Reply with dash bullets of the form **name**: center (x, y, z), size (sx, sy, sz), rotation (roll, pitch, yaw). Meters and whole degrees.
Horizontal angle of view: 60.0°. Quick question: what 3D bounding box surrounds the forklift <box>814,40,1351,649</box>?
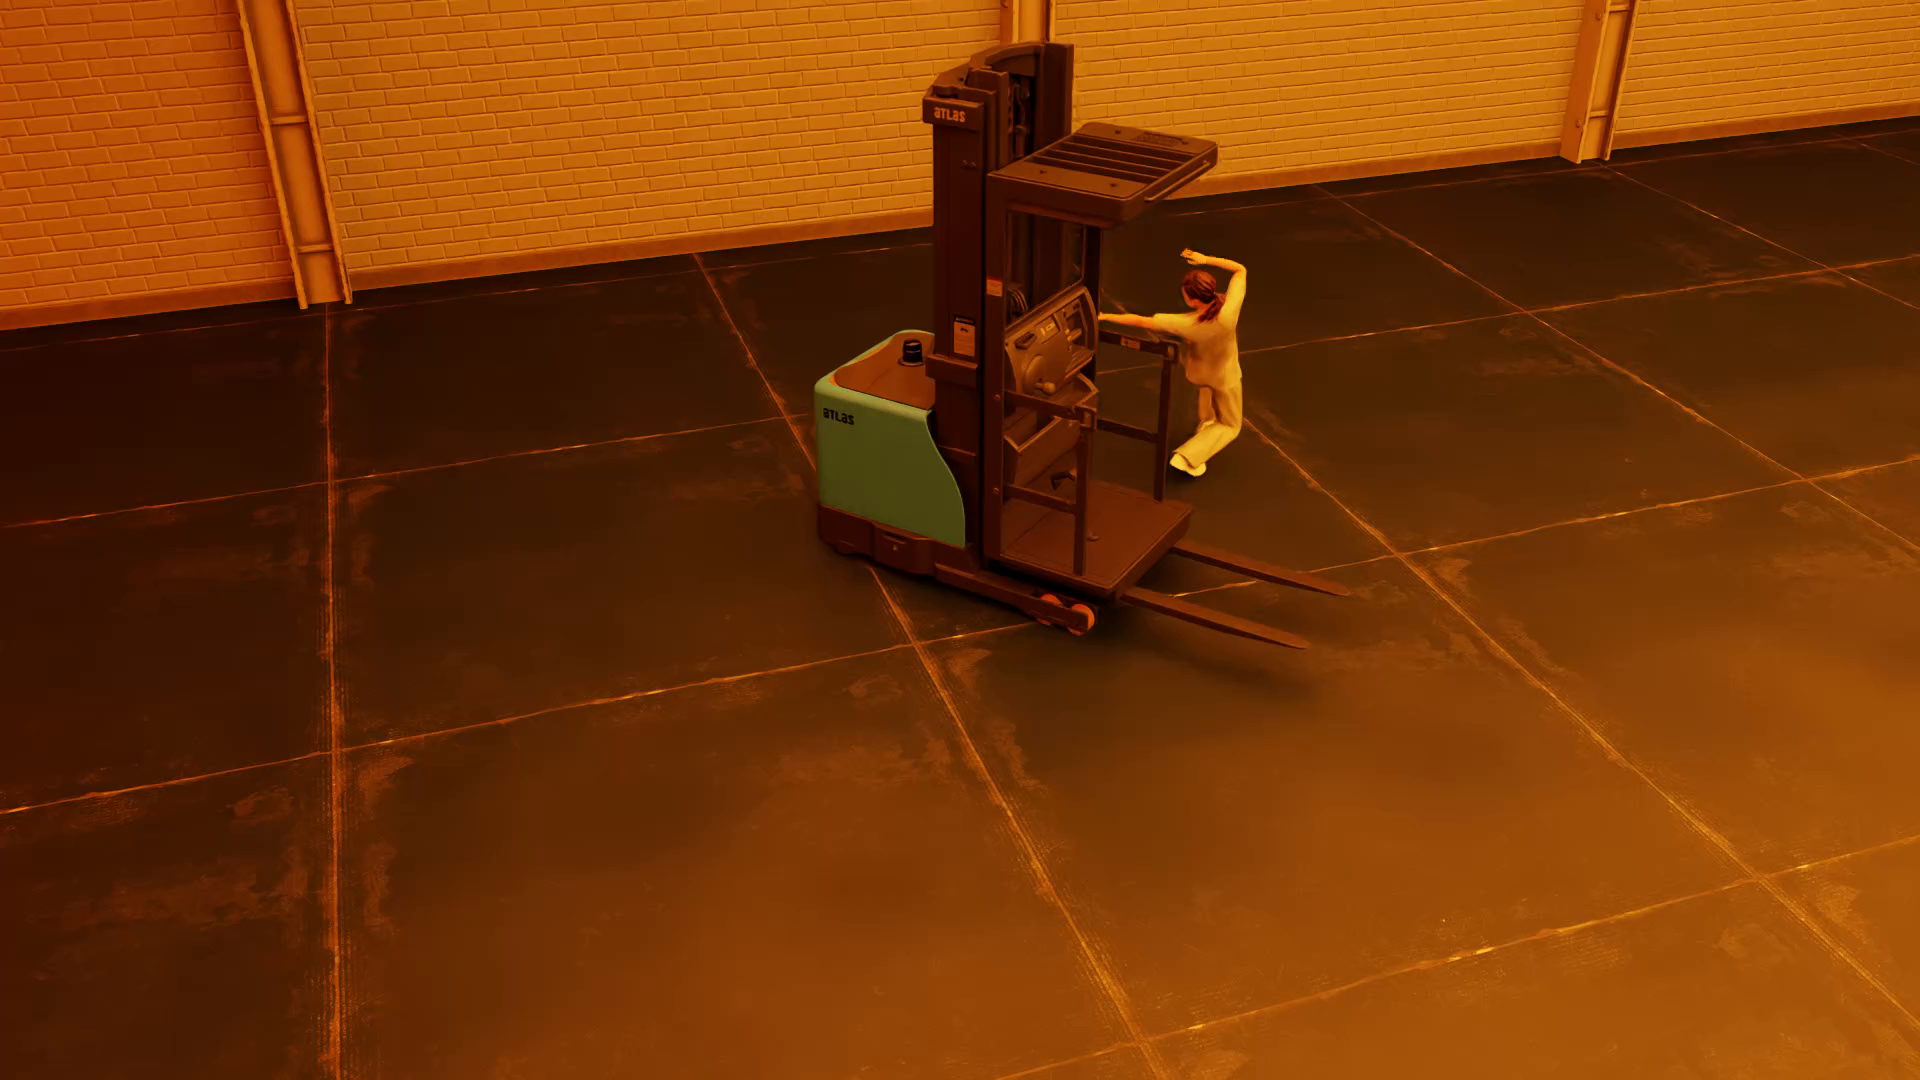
- **forklift**: center (0.676, -1.053, 8.917), size (3.031, 2.935, 1.130), rotation (17, 34, 27)

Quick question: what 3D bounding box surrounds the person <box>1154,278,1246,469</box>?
- **person**: center (1.571, -1.147, 10.649), size (0.535, 1.217, 0.823), rotation (12, 32, 20)
